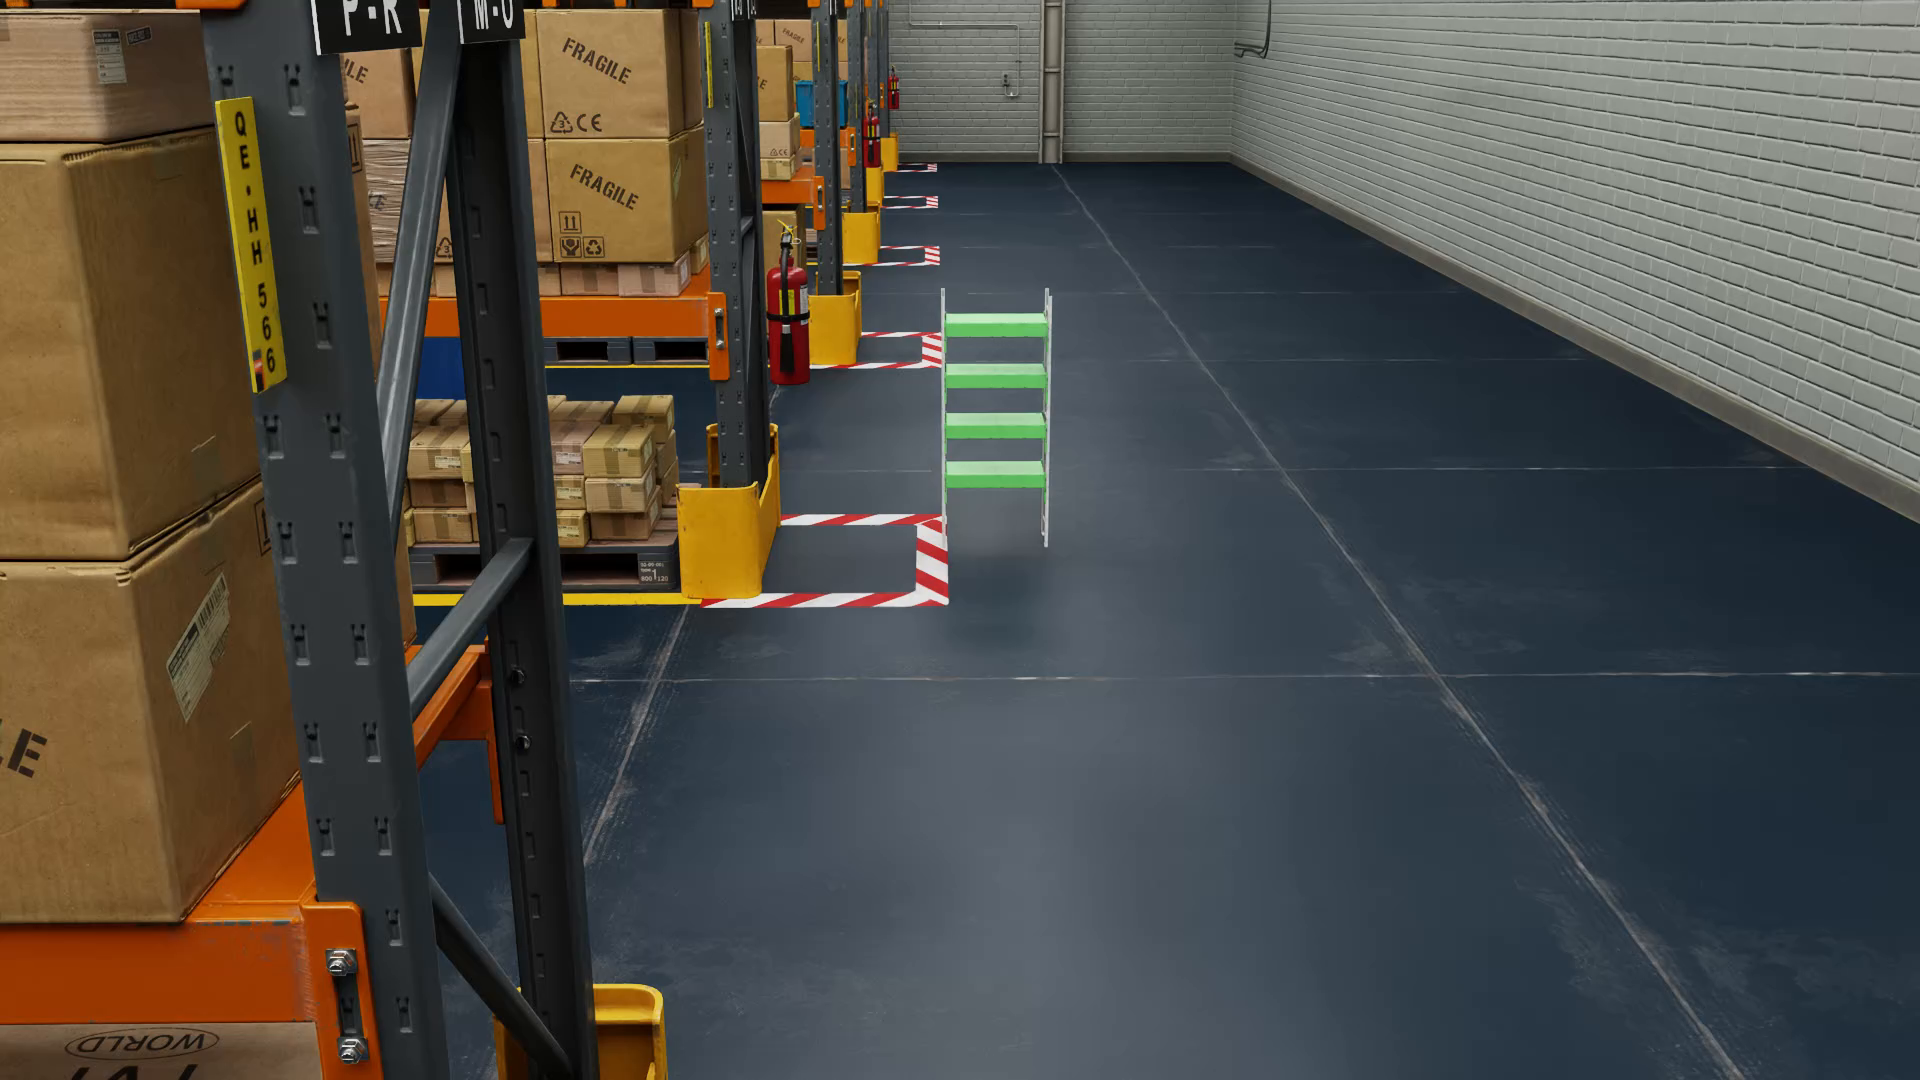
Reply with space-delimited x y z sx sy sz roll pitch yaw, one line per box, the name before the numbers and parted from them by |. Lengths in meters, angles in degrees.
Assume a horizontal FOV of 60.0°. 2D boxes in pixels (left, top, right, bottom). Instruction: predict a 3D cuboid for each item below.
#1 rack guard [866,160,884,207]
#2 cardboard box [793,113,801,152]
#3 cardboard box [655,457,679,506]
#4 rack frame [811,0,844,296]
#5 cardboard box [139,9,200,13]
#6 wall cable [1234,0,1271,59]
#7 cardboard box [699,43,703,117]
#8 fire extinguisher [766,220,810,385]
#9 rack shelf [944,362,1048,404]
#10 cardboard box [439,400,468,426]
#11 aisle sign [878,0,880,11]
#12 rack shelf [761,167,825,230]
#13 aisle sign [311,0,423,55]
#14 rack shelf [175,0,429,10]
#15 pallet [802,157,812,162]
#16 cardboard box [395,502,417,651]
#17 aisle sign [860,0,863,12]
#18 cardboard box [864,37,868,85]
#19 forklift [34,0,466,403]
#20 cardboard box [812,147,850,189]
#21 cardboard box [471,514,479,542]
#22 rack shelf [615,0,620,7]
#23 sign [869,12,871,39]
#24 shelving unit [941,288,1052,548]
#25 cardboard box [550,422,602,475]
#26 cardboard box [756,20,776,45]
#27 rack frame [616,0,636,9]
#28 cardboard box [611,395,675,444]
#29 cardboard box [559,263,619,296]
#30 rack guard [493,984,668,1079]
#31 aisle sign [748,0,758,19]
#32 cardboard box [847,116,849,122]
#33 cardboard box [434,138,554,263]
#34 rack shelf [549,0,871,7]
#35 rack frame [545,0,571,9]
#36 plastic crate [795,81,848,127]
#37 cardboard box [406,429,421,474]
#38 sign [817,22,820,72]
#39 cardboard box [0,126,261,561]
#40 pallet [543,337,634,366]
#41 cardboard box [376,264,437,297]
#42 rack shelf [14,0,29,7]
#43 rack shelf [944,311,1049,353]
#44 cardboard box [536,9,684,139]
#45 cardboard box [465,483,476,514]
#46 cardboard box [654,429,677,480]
rack guard | -1.188 -4.700 21.880 0.348 0.500 1.175 0 18 -1
cardboard box | -1.443 -3.015 12.295 0.500 0.250 0.500 -1 18 -2
cardboard box | -1.511 -0.287 8.012 0.250 0.149 0.380 0 18 0
rack frame | -0.959 -2.865 12.068 0.127 3.000 1.000 0 18 -1
cardboard box | -2.991 -1.926 6.852 0.500 0.500 0.500 -1 18 -3
wall cable | 4.467 -8.700 25.519 0.112 2.526 3.097 0 18 -1
cardboard box | -1.943 -3.370 12.173 0.500 0.500 0.500 -1 18 -2
fire extinguisher | -0.723 -0.996 6.977 0.183 0.674 0.296 0 18 -1
rack shelf | 0.166 -0.740 7.813 0.480 0.148 0.258 0 18 -1
cardboard box | -2.285 -0.550 7.857 0.250 0.149 0.380 -1 18 -4
aisle sign | -1.048 -7.218 21.383 0.004 0.787 0.394 0 18 -1
rack shelf | -2.959 -2.513 12.148 4.000 0.370 1.077 0 18 -1
aisle sign | -0.726 -0.982 1.942 0.004 0.787 0.394 0 18 -1
rack shelf | -2.802 -0.914 2.255 4.000 0.370 1.077 0 18 -1
pallet | -1.992 -6.048 26.556 1.213 0.211 1.003 0 18 -1
cardboard box | -1.287 0.029 2.884 0.500 0.500 0.500 0 18 -1
aisle sign | -0.961 -5.526 16.109 0.004 0.787 0.394 0 18 -1
cardboard box | -1.703 -7.541 26.153 0.700 0.700 0.980 1 18 2
forklift | -4.018 -1.714 8.592 3.031 2.935 1.130 -12 21 -33
cardboard box | -1.651 -4.832 21.572 0.500 0.500 0.500 0 18 -1
cardboard box | -2.026 -0.119 7.487 0.250 0.149 0.380 0 18 -1
rack shelf | -7.193 -8.460 25.778 4.000 0.370 1.077 0 18 -1
sign | -1.123 -6.423 20.746 0.005 0.325 0.100 0 18 -1
shelving unit | 0.166 -0.572 7.867 0.503 1.200 0.258 0 18 -1
cardboard box | -1.759 -0.412 7.426 0.250 0.149 0.380 0 18 0
cardboard box | -2.576 -6.322 21.043 0.500 0.500 0.500 0 18 1
rack frame | -5.193 -7.384 26.156 0.127 3.000 1.000 0 18 -1
cardboard box | -1.511 -0.577 7.940 0.250 0.149 0.380 -1 18 -3
cardboard box | -1.553 -1.152 7.141 0.250 0.149 0.380 0 18 -1
rack guard | -0.779 1.352 3.015 0.348 0.500 1.175 0 18 -1
aisle sign | -0.913 -2.679 7.234 0.004 0.787 0.394 0 18 -1
cardboard box | -1.770 -6.750 26.521 0.250 0.149 0.380 0 18 0
cardboard box | -1.942 -1.457 7.029 0.500 0.500 0.500 -1 18 -2
rack shelf | -3.111 -6.967 21.121 4.000 0.370 1.077 0 18 -1
rack frame | -5.111 -5.871 21.440 0.127 3.000 1.000 0 18 -1
plastic crate | -1.369 -4.364 16.586 0.499 0.435 0.616 0 18 -1
cardboard box | -2.544 -0.372 7.301 0.250 0.149 0.380 0 18 1
sign | -0.964 -3.363 11.338 0.005 0.325 0.100 0 18 -1
cardboard box | -1.281 -0.287 2.231 0.500 0.500 0.500 0 18 1
pallet | -2.974 -1.504 12.392 1.213 0.211 1.003 0 18 -1
cardboard box | -2.322 -1.146 7.121 0.250 0.149 0.380 -1 18 -3
rack shelf | -7.036 -5.435 16.345 4.000 0.370 1.077 0 18 -1
rack shelf | 0.166 -0.968 7.740 0.480 0.148 0.258 0 18 -1
cardboard box | -1.435 -1.937 6.887 0.500 0.500 0.500 -1 18 -2
cardboard box | -2.025 -0.241 7.381 0.250 0.149 0.380 -1 18 -3
cardboard box | -1.510 -0.410 7.907 0.250 0.149 0.380 0 18 1
